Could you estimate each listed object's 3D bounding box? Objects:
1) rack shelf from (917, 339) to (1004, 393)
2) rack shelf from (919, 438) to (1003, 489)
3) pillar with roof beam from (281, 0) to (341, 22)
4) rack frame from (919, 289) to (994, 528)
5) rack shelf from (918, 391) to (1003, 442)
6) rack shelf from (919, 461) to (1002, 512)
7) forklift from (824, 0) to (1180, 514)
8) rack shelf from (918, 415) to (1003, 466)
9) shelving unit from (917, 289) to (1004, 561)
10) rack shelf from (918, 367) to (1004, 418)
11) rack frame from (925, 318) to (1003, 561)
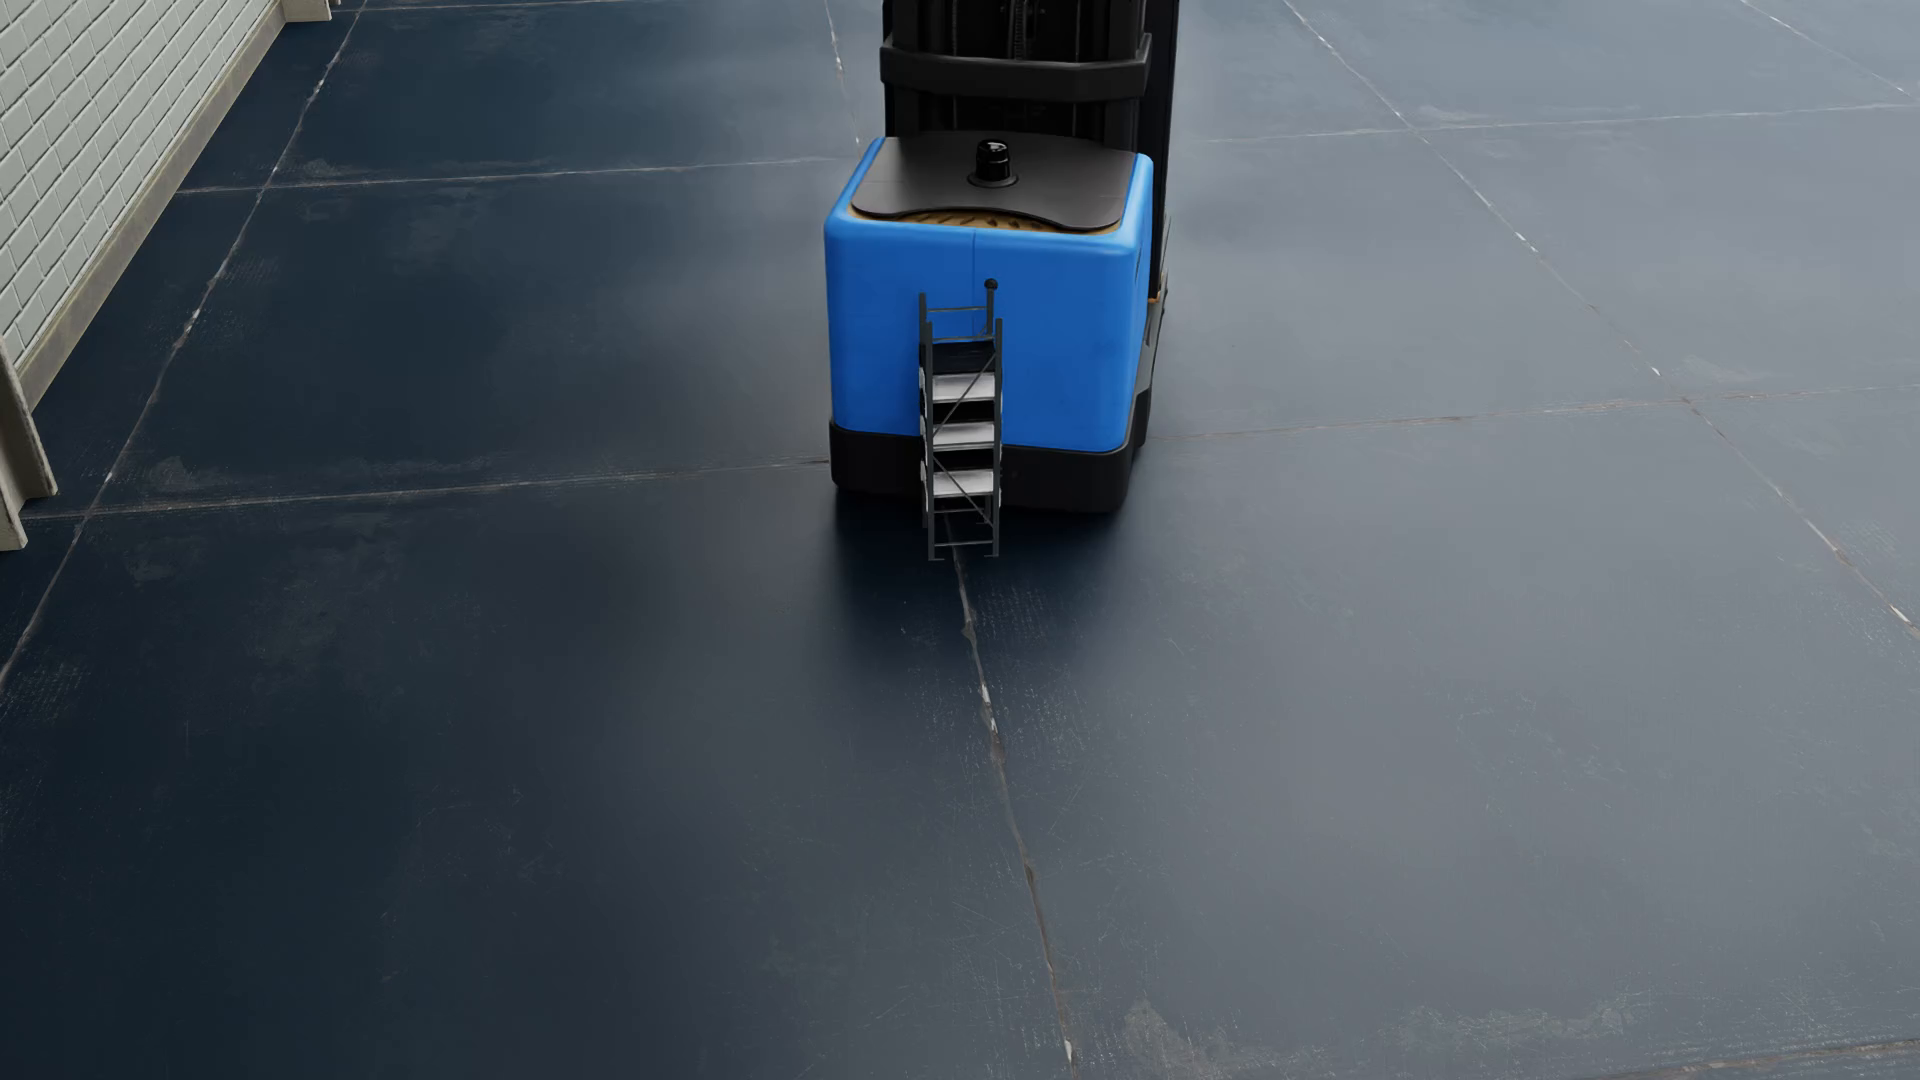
[{"bbox_3d":[0.001,-0.562,5.355,0.258,0.077,0.200,-4,34,-5],"label":"rack shelf"},{"bbox_3d":[0.000,-0.264,5.558,0.258,0.077,0.200,-4,34,-5],"label":"rack shelf"},{"bbox_3d":[0.065,-7.461,8.707,9.100,9.000,0.400,-4,35,-6],"label":"pillar with roof beam"},{"bbox_3d":[-0.011,-0.423,5.572,0.240,0.900,0.006,-4,34,-5],"label":"rack frame"},{"bbox_3d":[0.001,-0.413,5.456,0.258,0.077,0.200,-4,34,-5],"label":"rack shelf"},{"bbox_3d":[0.000,-0.190,5.608,0.258,0.077,0.200,-4,34,-5],"label":"rack shelf"},{"bbox_3d":[0.299,-2.123,6.263,1.130,2.935,3.031,6,35,8],"label":"forklift"},{"bbox_3d":[0.001,-0.339,5.507,0.258,0.077,0.200,-4,34,-5],"label":"rack shelf"},{"bbox_3d":[0.001,-0.366,5.488,0.258,0.900,0.210,-4,34,-5],"label":"shelving unit"},{"bbox_3d":[0.001,-0.487,5.406,0.258,0.077,0.200,-4,34,-5],"label":"rack shelf"},{"bbox_3d":[0.012,-0.309,5.405,0.240,0.900,0.006,-4,34,-5],"label":"rack frame"}]
